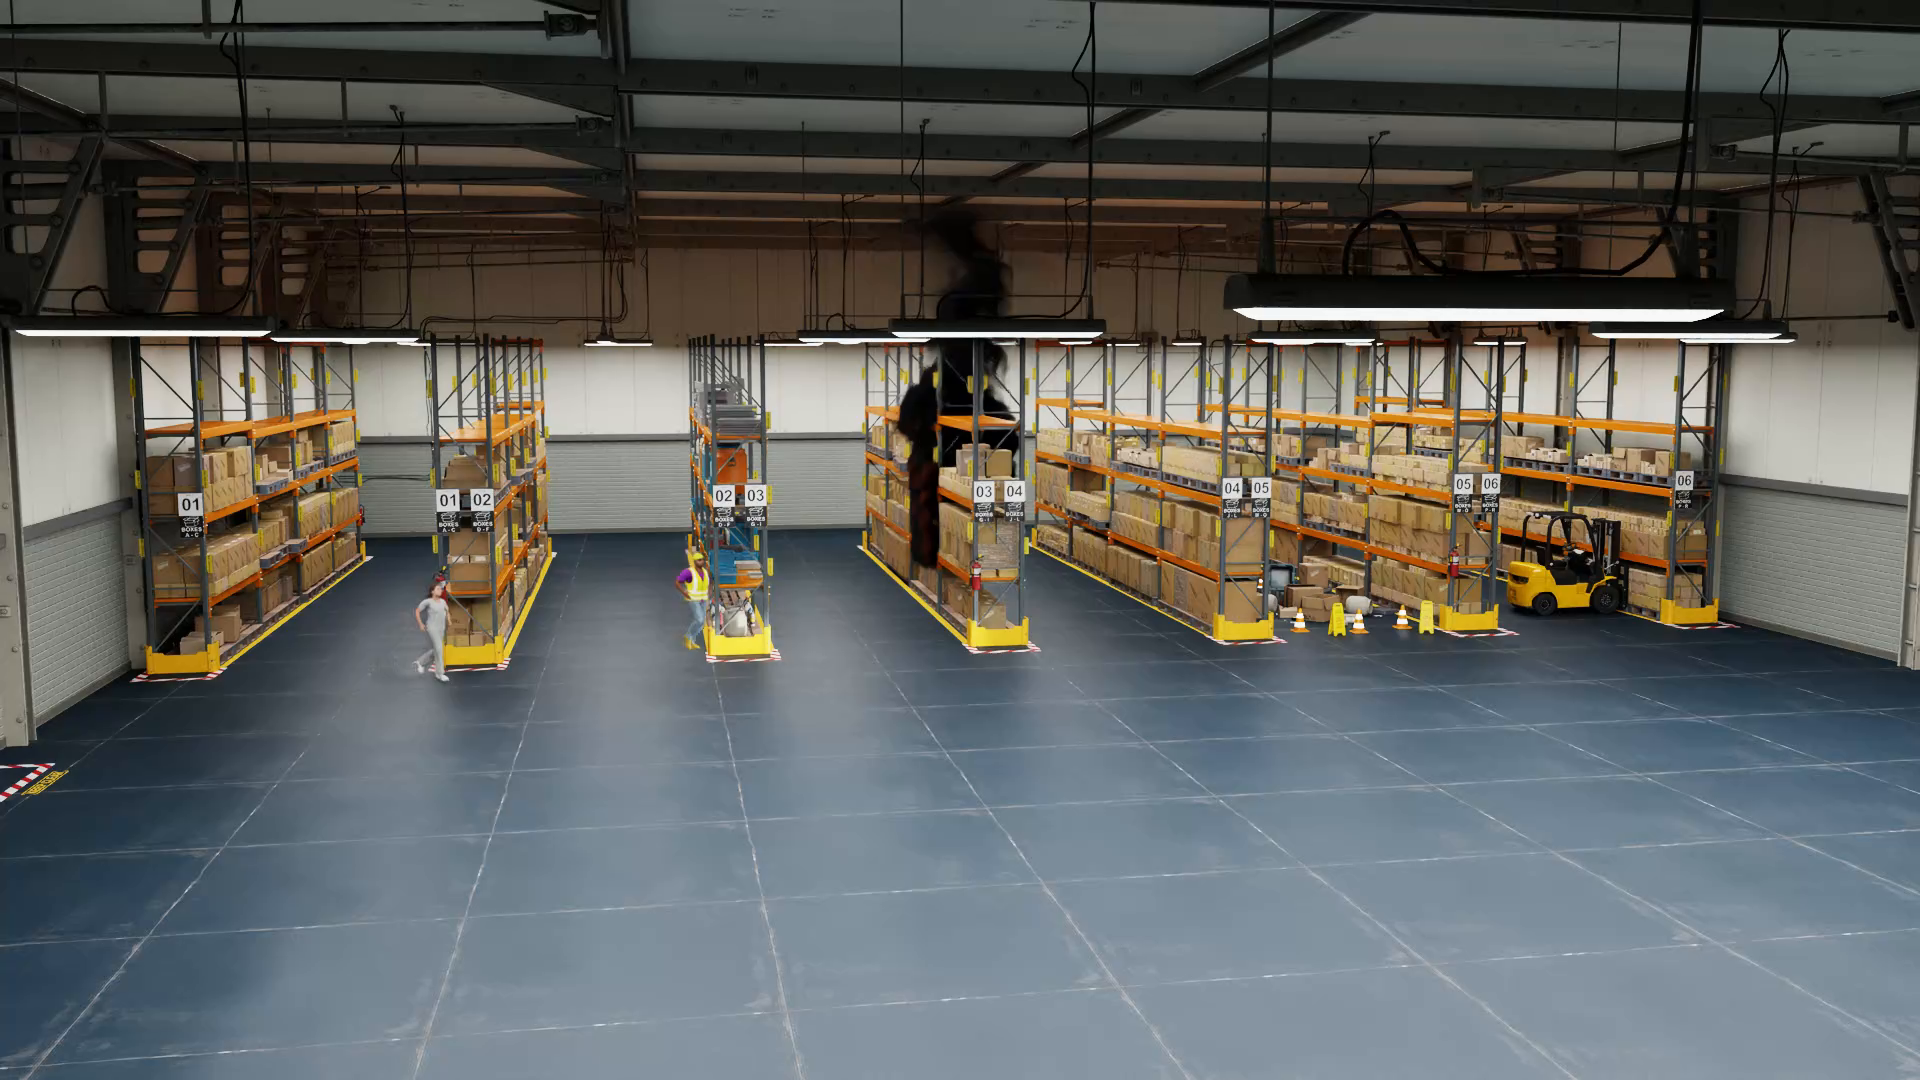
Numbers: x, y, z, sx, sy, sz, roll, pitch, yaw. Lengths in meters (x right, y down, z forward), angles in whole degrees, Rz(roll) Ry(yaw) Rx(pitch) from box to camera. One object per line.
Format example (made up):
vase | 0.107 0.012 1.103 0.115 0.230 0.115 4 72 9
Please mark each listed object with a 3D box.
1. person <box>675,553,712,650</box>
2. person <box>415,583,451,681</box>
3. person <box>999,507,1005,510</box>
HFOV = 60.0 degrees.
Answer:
person | -4.764 1.120 30.277 0.501 1.766 0.734 6 9 41
person | -9.147 1.587 29.038 0.826 1.660 0.604 4 8 32
person | 1.217 -0.742 49.133 0.746 1.706 0.597 5 8 37
